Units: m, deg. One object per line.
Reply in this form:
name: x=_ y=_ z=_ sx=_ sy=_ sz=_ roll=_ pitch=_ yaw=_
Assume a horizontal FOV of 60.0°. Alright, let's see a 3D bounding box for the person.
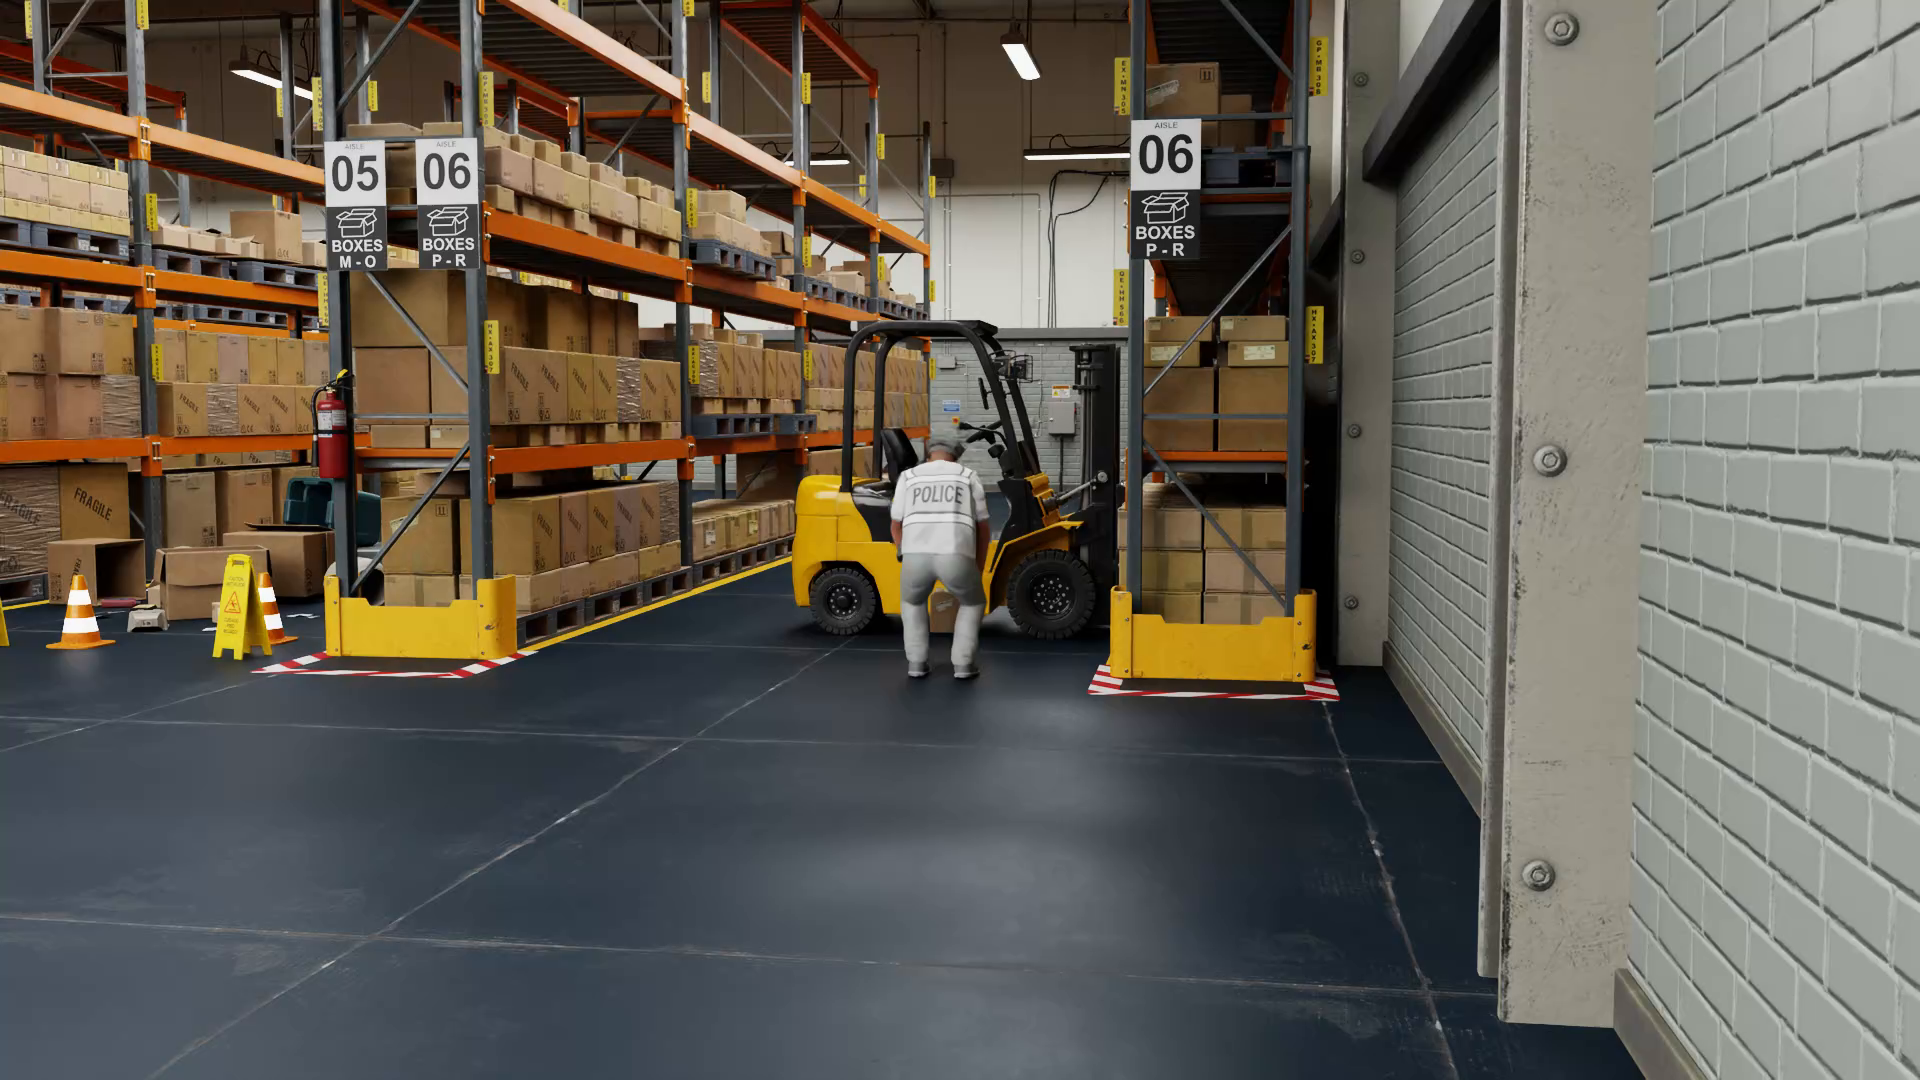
person: x=-0.133 y=0.103 z=9.742 sx=0.590 sy=1.377 sz=0.824 roll=1 pitch=4 yaw=9
